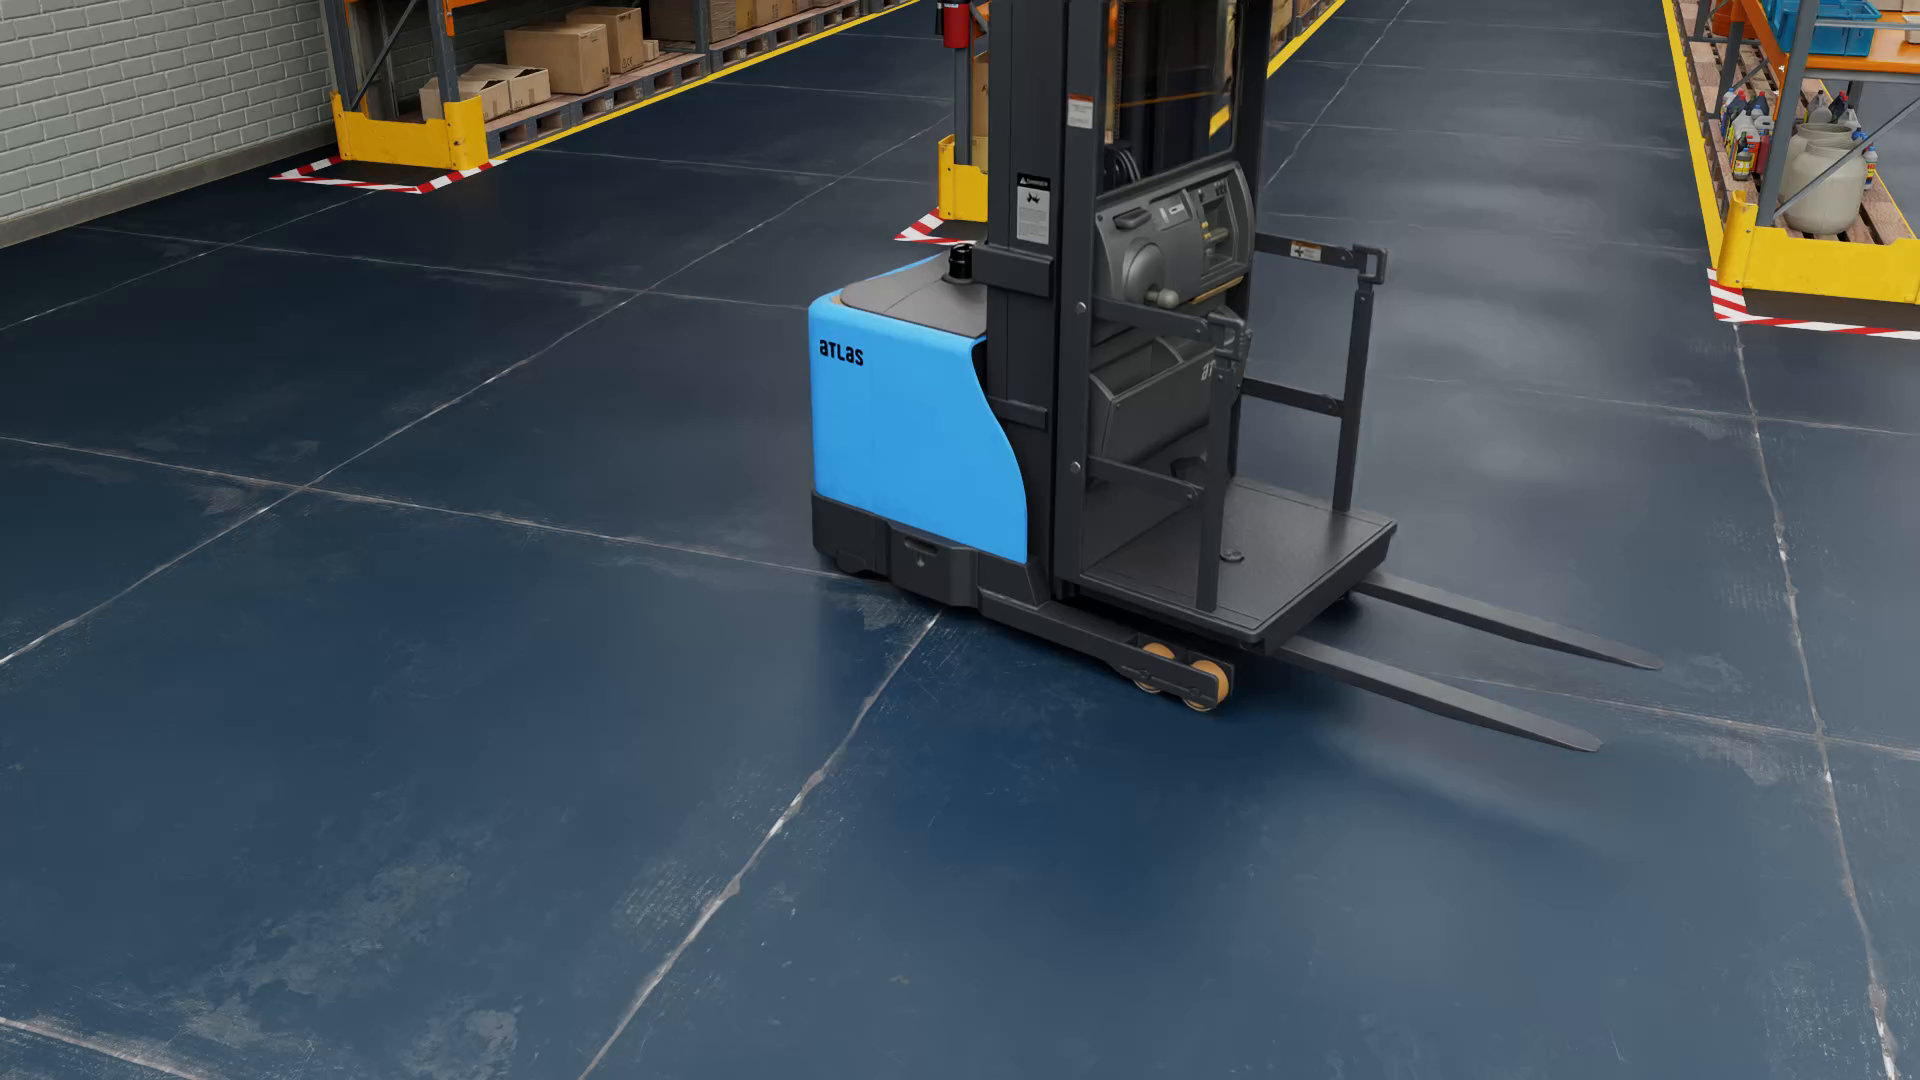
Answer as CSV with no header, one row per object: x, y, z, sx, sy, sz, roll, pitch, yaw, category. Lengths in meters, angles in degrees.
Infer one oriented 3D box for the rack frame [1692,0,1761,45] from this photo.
7.786,-6.090,15.885,1.000,3.000,0.127,9,27,17,rack frame

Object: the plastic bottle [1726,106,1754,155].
5.591,-2.928,11.890,0.144,0.351,0.185,9,27,17,plastic bottle

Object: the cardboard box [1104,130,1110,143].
0.842,-2.662,11.478,0.500,0.250,0.500,9,27,17,cardboard box

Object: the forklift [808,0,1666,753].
0.898,-1.008,5.468,3.031,2.935,1.130,19,31,33,forklift

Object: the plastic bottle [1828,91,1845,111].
6.512,-3.145,12.339,0.144,0.351,0.185,8,27,16,plastic bottle

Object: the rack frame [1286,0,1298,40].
3.116,-6.810,17.372,1.000,3.000,0.127,9,27,17,rack frame

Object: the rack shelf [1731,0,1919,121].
5.789,-3.300,10.950,1.077,0.370,4.000,9,27,17,rack shelf

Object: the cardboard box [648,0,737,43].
-2.658,-5.260,16.536,0.700,0.500,0.500,10,27,19,cardboard box

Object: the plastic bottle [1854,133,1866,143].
6.168,-2.654,11.415,0.097,0.271,0.097,0,26,0,plastic bottle

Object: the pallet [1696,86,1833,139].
6.680,-3.519,13.776,1.003,0.211,1.213,9,27,17,pallet

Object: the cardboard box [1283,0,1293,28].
3.171,-5.509,17.360,0.500,0.250,0.500,9,27,19,cardboard box

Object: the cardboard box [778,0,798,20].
-2.166,-5.893,17.842,0.700,0.500,0.500,9,27,17,cardboard box

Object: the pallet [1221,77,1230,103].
1.994,-4.219,15.222,1.003,0.211,1.213,9,27,17,pallet

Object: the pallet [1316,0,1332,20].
3.808,-6.355,19.634,1.003,0.211,1.213,9,27,17,pallet

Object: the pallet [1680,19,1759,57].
8.009,-5.165,17.175,1.003,0.211,1.213,9,27,17,pallet

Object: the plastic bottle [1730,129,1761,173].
5.431,-2.692,11.489,0.152,0.276,0.135,9,27,18,plastic bottle

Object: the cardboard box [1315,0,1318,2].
3.878,-6.449,18.992,0.500,0.500,0.500,8,27,17,cardboard box

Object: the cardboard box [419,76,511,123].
-3.903,-3.498,13.113,0.500,0.311,0.500,6,26,12,cardboard box

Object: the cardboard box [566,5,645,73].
-3.195,-4.523,15.014,0.500,0.500,0.500,7,27,14,cardboard box

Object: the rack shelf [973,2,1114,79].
1.120,-4.020,12.436,1.077,0.370,4.000,9,27,17,rack shelf

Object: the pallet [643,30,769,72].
-2.630,-4.948,16.727,1.003,0.211,1.213,9,27,17,pallet

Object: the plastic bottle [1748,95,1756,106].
5.954,-3.202,12.533,0.061,0.283,0.133,9,27,17,plastic bottle

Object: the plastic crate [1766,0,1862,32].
5.230,-3.250,10.192,0.499,0.251,0.408,9,27,17,plastic crate

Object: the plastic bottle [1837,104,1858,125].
6.341,-2.934,11.902,0.144,0.351,0.185,9,27,17,plastic bottle

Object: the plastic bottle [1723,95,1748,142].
5.732,-3.103,12.251,0.144,0.351,0.185,8,27,15,plastic bottle

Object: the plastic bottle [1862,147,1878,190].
6.021,-2.472,11.040,0.097,0.271,0.097,0,26,0,plastic bottle

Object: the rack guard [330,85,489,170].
-4.193,-3.145,12.672,1.175,0.500,0.348,9,27,17,rack guard

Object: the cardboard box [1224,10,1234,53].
2.158,-4.503,14.639,0.500,0.311,0.500,9,27,18,cardboard box

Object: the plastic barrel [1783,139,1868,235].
5.271,-2.153,10.127,0.421,0.512,0.421,0,26,0,plastic barrel

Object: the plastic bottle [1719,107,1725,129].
5.868,-3.234,12.693,0.097,0.201,0.097,0,26,0,plastic bottle

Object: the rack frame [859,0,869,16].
-1.556,-7.526,18.853,1.000,3.000,0.127,9,27,17,rack frame

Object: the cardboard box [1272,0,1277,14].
2.837,-5.341,16.369,0.500,0.311,0.500,9,27,17,cardboard box

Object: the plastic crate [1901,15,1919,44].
5.725,-3.005,9.816,0.298,0.136,0.250,9,27,17,plastic crate

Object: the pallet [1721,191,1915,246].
5.380,-1.918,10.470,1.003,0.211,1.213,9,27,17,pallet

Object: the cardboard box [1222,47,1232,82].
2.153,-4.247,14.753,0.500,0.250,0.500,8,27,16,cardboard box

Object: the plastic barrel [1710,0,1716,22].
8.036,-5.608,17.262,0.421,0.512,0.421,0,26,0,plastic barrel

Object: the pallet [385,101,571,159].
-3.890,-3.344,13.414,1.003,0.211,1.213,9,27,17,pallet

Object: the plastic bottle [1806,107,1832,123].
6.301,-3.044,12.215,0.152,0.276,0.135,9,27,17,plastic bottle

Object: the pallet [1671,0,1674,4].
9.325,-6.786,20.524,1.003,0.211,1.213,9,27,17,pallet
